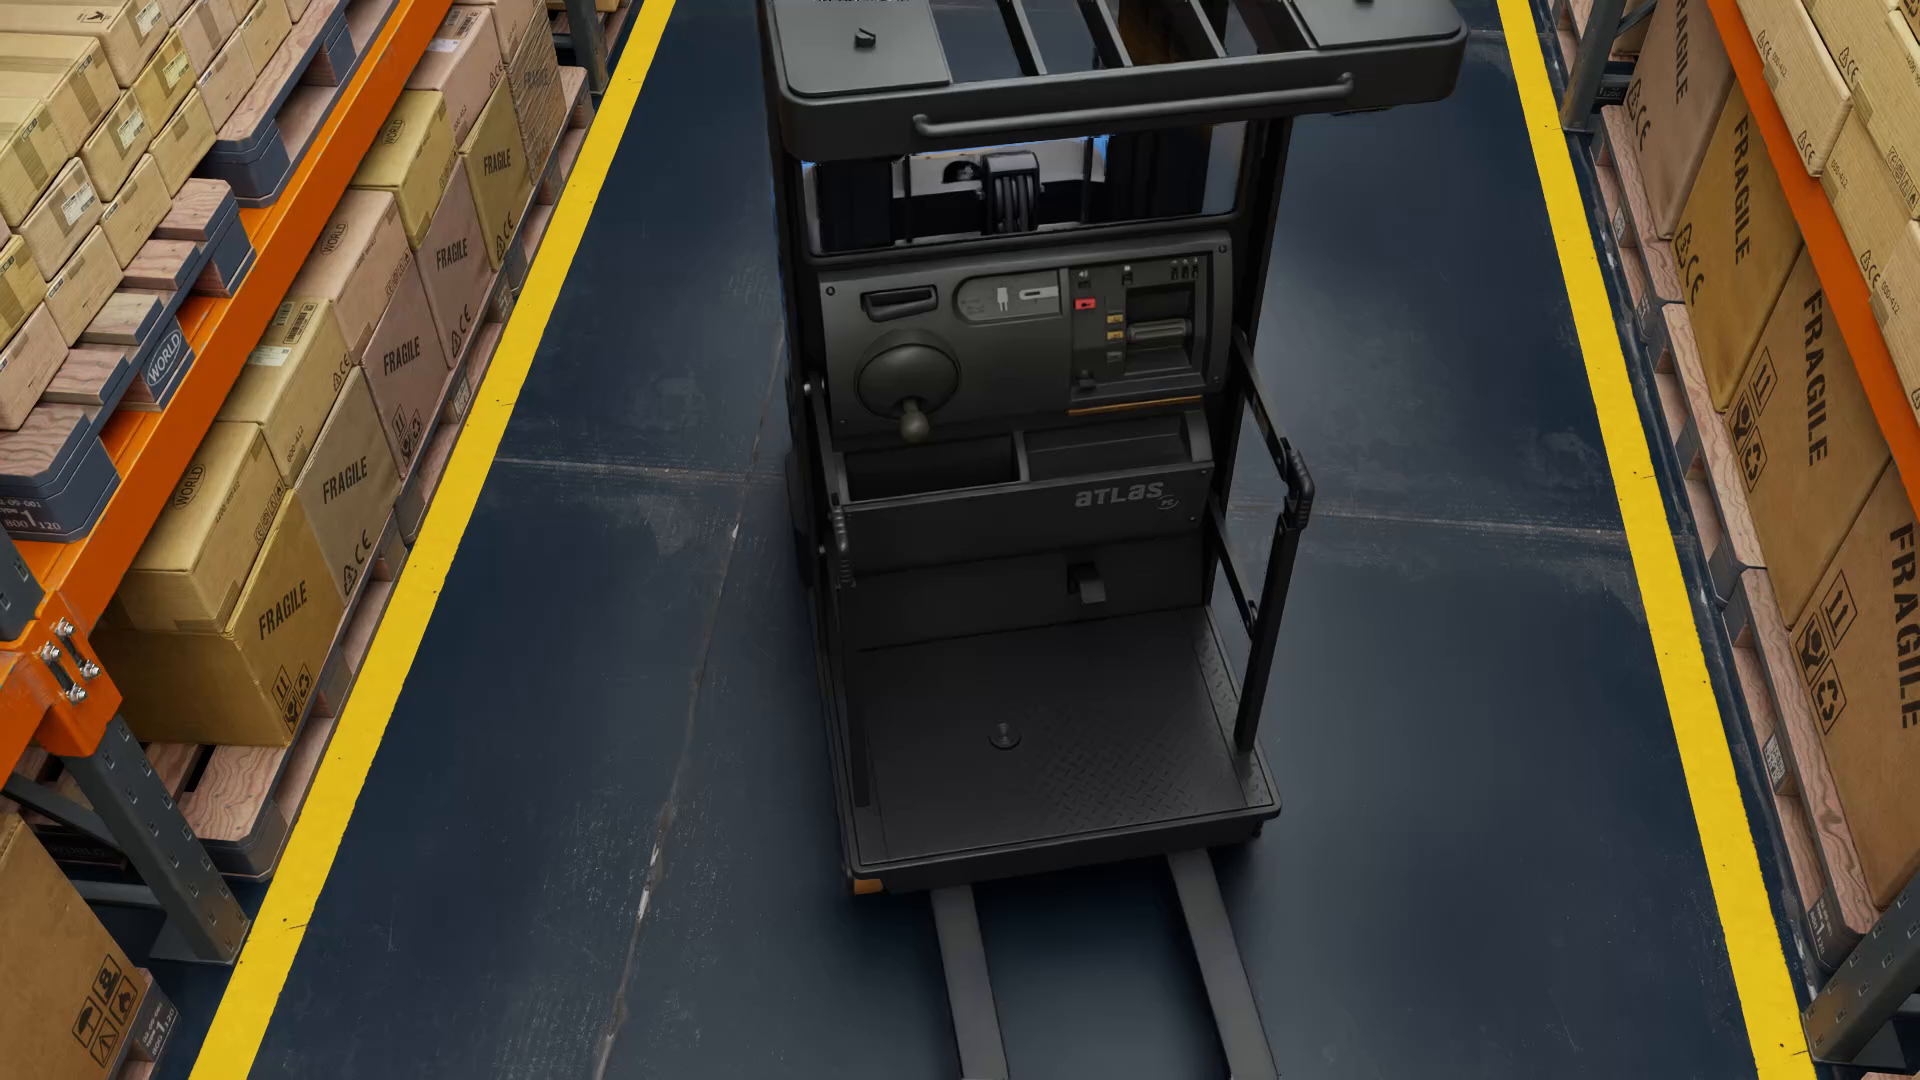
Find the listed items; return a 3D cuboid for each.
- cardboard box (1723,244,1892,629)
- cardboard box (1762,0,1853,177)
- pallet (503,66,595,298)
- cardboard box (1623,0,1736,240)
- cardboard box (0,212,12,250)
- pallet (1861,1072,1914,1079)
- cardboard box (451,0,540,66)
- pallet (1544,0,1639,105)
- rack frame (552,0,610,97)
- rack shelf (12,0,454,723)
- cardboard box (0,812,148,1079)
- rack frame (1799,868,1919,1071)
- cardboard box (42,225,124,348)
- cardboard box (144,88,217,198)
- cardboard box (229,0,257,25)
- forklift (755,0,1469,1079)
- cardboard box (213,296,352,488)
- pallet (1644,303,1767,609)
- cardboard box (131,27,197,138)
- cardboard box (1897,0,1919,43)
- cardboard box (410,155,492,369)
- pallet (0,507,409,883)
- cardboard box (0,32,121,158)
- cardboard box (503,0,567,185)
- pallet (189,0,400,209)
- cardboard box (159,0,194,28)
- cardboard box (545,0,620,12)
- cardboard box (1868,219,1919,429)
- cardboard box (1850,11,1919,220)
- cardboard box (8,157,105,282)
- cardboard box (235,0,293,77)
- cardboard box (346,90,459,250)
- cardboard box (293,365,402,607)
[{"bbox_3d":[2.822,-0.324,4.669,0.875,0.875,0.875,4,48,4],"label":"cardboard box"},{"bbox_3d":[2.489,-1.202,4.419,0.500,0.250,0.500,3,48,3],"label":"cardboard box"},{"bbox_3d":[-2.053,-1.427,6.412,1.003,0.211,1.213,4,48,4],"label":"pallet"},{"bbox_3d":[2.978,-1.645,5.877,0.875,0.875,0.875,5,48,5],"label":"cardboard box"},{"bbox_3d":[-2.113,-0.588,3.238,0.380,0.149,0.250,4,48,4],"label":"cardboard box"},{"bbox_3d":[2.518,1.773,3.485,1.003,0.211,1.213,4,48,4],"label":"pallet"},{"bbox_3d":[-1.800,-1.927,5.881,0.500,0.250,0.500,3,48,2],"label":"cardboard box"},{"bbox_3d":[3.102,-2.294,7.205,1.003,0.211,1.213,4,48,4],"label":"pallet"},{"bbox_3d":[-1.983,-2.940,5.906,1.000,3.000,0.127,4,48,4],"label":"rack frame"},{"bbox_3d":[-2.166,-1.227,4.827,1.077,0.370,4.000,4,48,4],"label":"rack shelf"},{"bbox_3d":[-2.493,1.058,3.489,1.050,0.750,0.750,3,48,3],"label":"cardboard box"},{"bbox_3d":[2.591,0.258,2.981,1.000,3.000,0.127,4,48,4],"label":"rack frame"},{"bbox_3d":[-2.082,-0.570,3.624,0.380,0.149,0.250,6,48,5],"label":"cardboard box"},{"bbox_3d":[-2.034,-0.967,3.987,0.380,0.149,0.250,6,48,5],"label":"cardboard box"},{"bbox_3d":[-1.988,-1.446,4.224,0.380,0.149,0.250,3,48,3],"label":"cardboard box"},{"bbox_3d":[0.195,-0.354,3.587,1.130,2.935,3.031,-7,48,-7],"label":"forklift"},{"bbox_3d":[-1.998,-0.415,4.498,0.500,0.250,0.500,3,48,3],"label":"cardboard box"},{"bbox_3d":[2.851,-0.269,5.353,1.003,0.211,1.213,4,48,4],"label":"pallet"},{"bbox_3d":[-2.038,-1.081,3.890,0.380,0.149,0.250,4,48,4],"label":"cardboard box"},{"bbox_3d":[2.468,-1.253,3.618,0.500,0.500,0.500,4,48,4],"label":"cardboard box"},{"bbox_3d":[-1.898,-0.924,5.471,0.500,0.500,0.500,3,48,3],"label":"cardboard box"},{"bbox_3d":[-2.275,0.366,4.772,1.003,0.211,1.213,4,48,4],"label":"pallet"},{"bbox_3d":[-2.064,-0.962,3.580,0.380,0.149,0.250,4,48,3],"label":"cardboard box"},{"bbox_3d":[-1.800,-1.677,6.161,0.500,0.500,0.500,3,48,3],"label":"cardboard box"},{"bbox_3d":[-2.208,-1.393,4.621,1.003,0.211,1.213,4,48,4],"label":"pallet"},{"bbox_3d":[-2.017,-1.356,3.940,0.380,0.149,0.250,6,48,5],"label":"cardboard box"},{"bbox_3d":[-1.630,-2.365,7.028,0.380,0.149,0.250,2,48,2],"label":"cardboard box"},{"bbox_3d":[2.409,-0.457,3.737,0.500,0.250,0.500,5,48,4],"label":"cardboard box"},{"bbox_3d":[2.451,-0.988,3.883,0.500,0.250,0.500,3,48,3],"label":"cardboard box"},{"bbox_3d":[-2.081,-0.699,3.541,0.380,0.149,0.250,6,48,5],"label":"cardboard box"},{"bbox_3d":[-1.987,-1.347,4.335,0.380,0.149,0.250,4,48,4],"label":"cardboard box"},{"bbox_3d":[-1.894,-1.161,5.180,0.500,0.250,0.500,2,48,2],"label":"cardboard box"},{"bbox_3d":[-1.987,-0.171,4.783,0.500,0.500,0.500,4,48,4],"label":"cardboard box"}]
